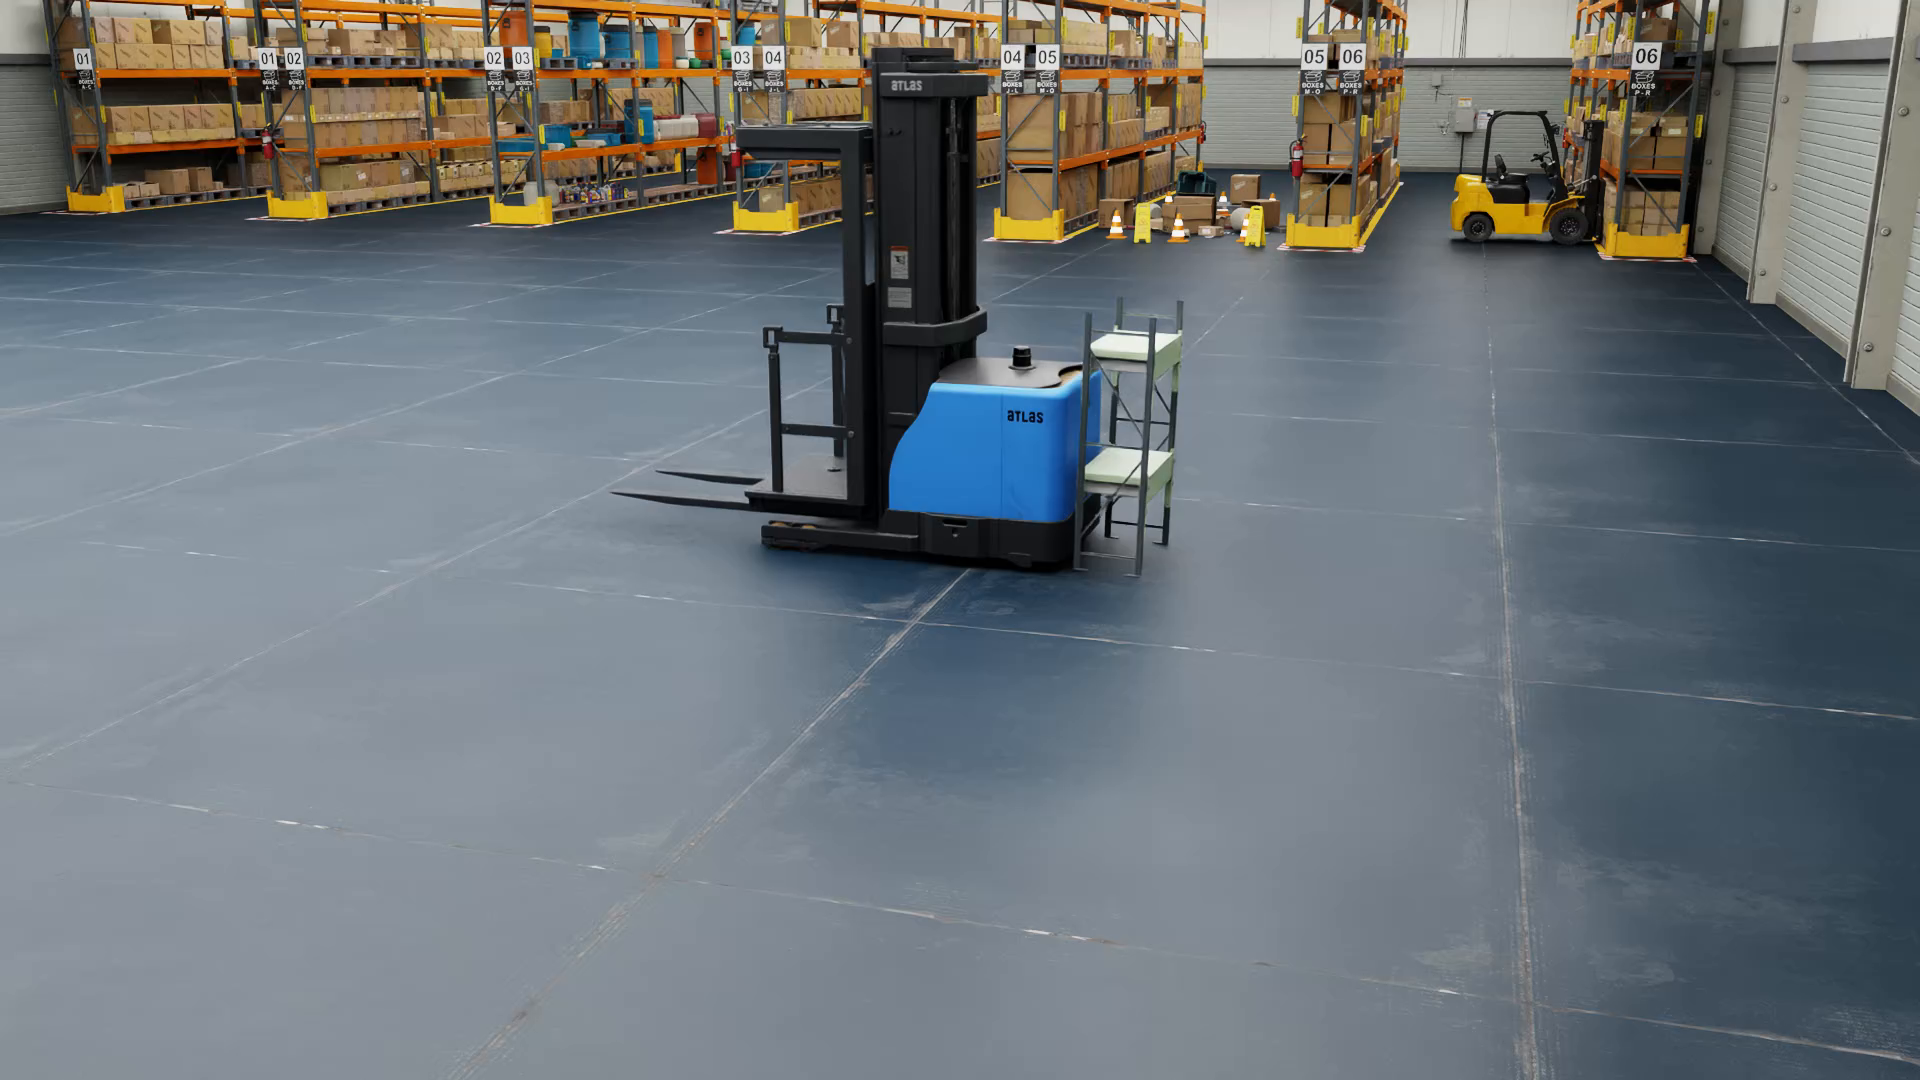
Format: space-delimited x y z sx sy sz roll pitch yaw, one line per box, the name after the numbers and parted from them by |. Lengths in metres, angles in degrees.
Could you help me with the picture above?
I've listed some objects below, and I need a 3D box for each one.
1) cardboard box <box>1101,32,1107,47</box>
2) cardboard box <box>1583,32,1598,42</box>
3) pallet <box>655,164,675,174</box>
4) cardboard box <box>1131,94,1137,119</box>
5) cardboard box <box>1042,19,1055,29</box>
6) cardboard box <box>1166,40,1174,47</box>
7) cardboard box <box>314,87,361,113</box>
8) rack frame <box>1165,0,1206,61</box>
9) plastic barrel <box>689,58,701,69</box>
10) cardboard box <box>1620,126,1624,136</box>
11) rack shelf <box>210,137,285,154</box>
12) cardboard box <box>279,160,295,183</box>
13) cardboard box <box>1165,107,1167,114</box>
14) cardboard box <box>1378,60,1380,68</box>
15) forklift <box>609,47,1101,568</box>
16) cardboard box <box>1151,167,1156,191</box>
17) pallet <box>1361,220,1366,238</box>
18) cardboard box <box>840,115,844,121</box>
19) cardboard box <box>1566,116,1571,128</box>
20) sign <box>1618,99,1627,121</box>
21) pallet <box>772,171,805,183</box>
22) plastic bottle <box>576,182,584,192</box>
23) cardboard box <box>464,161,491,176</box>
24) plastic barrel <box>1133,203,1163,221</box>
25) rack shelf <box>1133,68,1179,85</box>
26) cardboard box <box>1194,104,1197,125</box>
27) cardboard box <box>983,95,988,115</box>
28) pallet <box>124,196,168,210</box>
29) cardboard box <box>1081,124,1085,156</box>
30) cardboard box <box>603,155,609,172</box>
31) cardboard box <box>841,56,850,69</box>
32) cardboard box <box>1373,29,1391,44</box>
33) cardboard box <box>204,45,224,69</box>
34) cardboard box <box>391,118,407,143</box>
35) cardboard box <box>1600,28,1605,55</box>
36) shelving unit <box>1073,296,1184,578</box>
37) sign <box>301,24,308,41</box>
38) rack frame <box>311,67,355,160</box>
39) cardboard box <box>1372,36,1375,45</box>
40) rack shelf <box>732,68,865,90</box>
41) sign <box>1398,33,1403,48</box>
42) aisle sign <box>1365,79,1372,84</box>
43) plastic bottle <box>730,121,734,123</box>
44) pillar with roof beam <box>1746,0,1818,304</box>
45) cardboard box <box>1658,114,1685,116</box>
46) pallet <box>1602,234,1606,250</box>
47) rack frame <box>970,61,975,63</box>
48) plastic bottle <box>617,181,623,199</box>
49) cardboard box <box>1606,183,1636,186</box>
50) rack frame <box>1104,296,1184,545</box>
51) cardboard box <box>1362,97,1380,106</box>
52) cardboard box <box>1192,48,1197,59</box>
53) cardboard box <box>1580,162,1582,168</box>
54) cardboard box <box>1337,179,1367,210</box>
2.433 -9.304 30.913 0.500 0.250 0.500 4 16 15 | cardboard box
13.715 -10.903 35.977 0.396 0.266 0.258 4 16 15 | cardboard box
-8.734 -10.438 46.742 1.003 0.211 1.213 5 16 16 | pallet
3.326 -9.147 35.066 0.700 0.500 0.500 5 16 16 | cardboard box
1.590 -8.660 27.914 0.380 0.149 0.250 5 17 16 | cardboard box
4.915 -11.642 39.007 0.380 0.149 0.250 4 16 15 | cardboard box
-12.587 -8.899 33.646 0.700 0.500 0.500 5 16 16 | cardboard box
5.737 -13.714 42.188 1.000 3.000 0.127 5 16 16 | rack frame
-6.033 -10.830 37.801 0.294 0.245 0.294 0 16 0 | plastic barrel
10.599 -6.442 26.172 0.380 0.149 0.250 5 17 17 | cardboard box
-16.079 -9.429 39.392 1.077 0.370 4.000 5 16 16 | rack shelf
-16.172 -8.724 39.364 0.700 0.500 0.500 5 17 17 | cardboard box
4.598 -9.958 38.541 0.380 0.149 0.250 4 16 14 | cardboard box
7.832 -9.469 32.529 0.797 0.503 0.637 5 16 16 | cardboard box
-0.696 -1.464 10.121 3.031 2.935 1.130 5 17 17 | forklift
4.049 -8.031 36.958 0.500 0.500 0.500 5 17 17 | cardboard box
6.600 -5.490 29.300 1.003 0.211 1.213 5 16 16 | pallet
-2.763 -8.049 32.483 0.875 0.500 0.500 5 16 16 | cardboard box
14.884 -10.059 40.027 0.500 0.250 0.500 5 17 16 | cardboard box
10.208 -6.617 25.605 0.100 0.325 0.005 5 16 16 | sign
-4.704 -9.430 43.189 1.003 0.211 1.213 5 16 16 | pallet
-7.830 -7.192 34.237 0.144 0.351 0.185 4 16 14 | plastic bottle
-11.105 -8.508 38.071 0.500 0.311 0.500 5 17 17 | cardboard box
3.475 -6.033 30.823 0.421 0.421 0.512 -10 19 -32 | plastic barrel
4.032 -10.355 37.161 1.077 0.370 4.000 5 16 16 | rack shelf
5.705 -10.747 41.993 0.500 0.500 0.500 4 16 15 | cardboard box
0.402 -10.858 41.467 0.500 0.500 0.500 5 16 16 | cardboard box
-17.498 -7.093 34.950 1.003 0.211 1.213 5 16 16 | pallet
1.778 -7.239 30.078 0.875 0.550 0.500 5 16 16 | cardboard box
-9.489 -9.819 43.225 0.500 0.500 0.500 5 16 16 | cardboard box
-2.438 -9.195 32.027 0.500 0.250 0.500 5 17 17 | cardboard box
7.784 -9.397 31.055 0.500 0.250 0.500 4 16 15 | cardboard box
-16.555 -10.600 36.488 0.500 0.500 0.500 5 17 17 | cardboard box
-12.161 -8.661 35.186 0.700 0.500 0.500 4 16 15 | cardboard box
12.511 -9.424 31.425 0.700 0.500 0.500 4 16 15 | cardboard box
0.990 -0.621 9.746 0.431 1.500 0.755 7 17 18 | shelving unit
-12.503 -9.679 31.712 0.100 0.325 0.005 5 16 16 | sign
-15.511 -10.298 41.139 1.000 3.000 0.127 5 16 16 | rack frame
6.871 -8.524 28.385 0.380 0.149 0.250 5 17 17 | cardboard box
-2.968 -8.673 31.231 1.077 0.370 4.000 5 16 16 | rack shelf
9.898 -11.227 37.394 0.100 0.325 0.005 5 16 16 | sign
10.254 -11.762 41.537 0.394 0.787 0.004 5 16 16 | aisle sign
-5.635 -10.183 40.960 0.152 0.276 0.135 5 16 16 | plastic bottle
5.954 -7.663 20.854 9.100 9.000 0.400 5 16 16 | pillar with roof beam
11.498 -6.806 26.912 0.380 0.149 0.250 4 16 15 | cardboard box
10.902 -4.762 26.732 1.003 0.211 1.213 5 16 16 | pallet
-0.127 -10.192 40.766 1.000 3.000 0.127 5 16 16 | rack frame
-7.056 -7.230 34.370 0.144 0.351 0.185 4 16 14 | plastic bottle
10.981 -5.804 27.732 0.500 0.250 0.500 4 16 15 | cardboard box
1.109 -0.715 10.079 0.400 1.500 0.023 7 17 18 | rack frame
7.574 -8.132 30.815 0.380 0.149 0.250 5 16 16 | cardboard box
5.558 -12.031 41.111 0.500 0.250 0.500 5 17 17 | cardboard box
13.773 -8.200 36.363 0.380 0.149 0.250 4 16 14 | cardboard box
6.760 -5.988 28.838 0.500 0.500 0.500 5 17 17 | cardboard box
